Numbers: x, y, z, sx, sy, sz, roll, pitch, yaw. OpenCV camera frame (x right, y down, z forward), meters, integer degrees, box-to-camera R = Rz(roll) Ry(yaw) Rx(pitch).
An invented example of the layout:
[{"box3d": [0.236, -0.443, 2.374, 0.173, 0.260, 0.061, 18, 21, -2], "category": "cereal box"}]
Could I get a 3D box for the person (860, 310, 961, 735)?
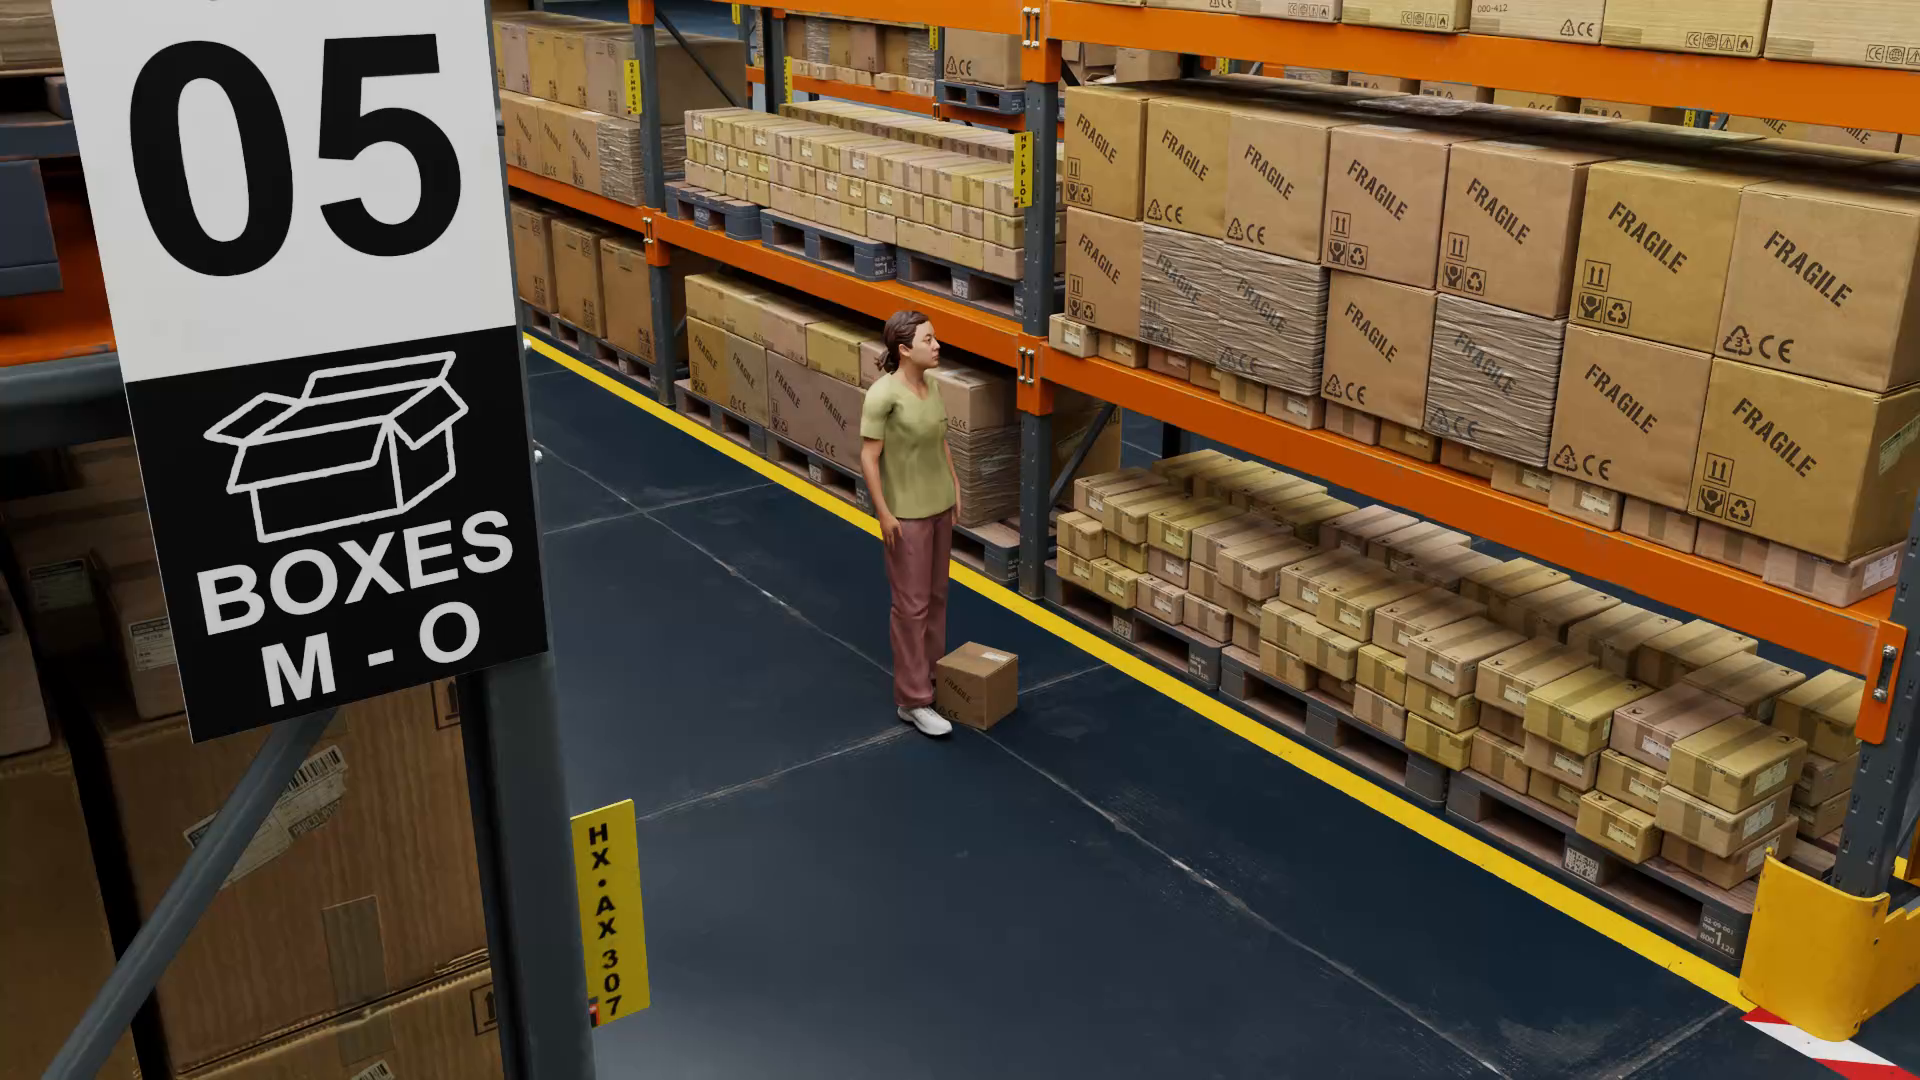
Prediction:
[{"box3d": [-0.124, -0.097, 6.810, 0.549, 1.676, 0.554, 15, 26, 33], "category": "person"}]
